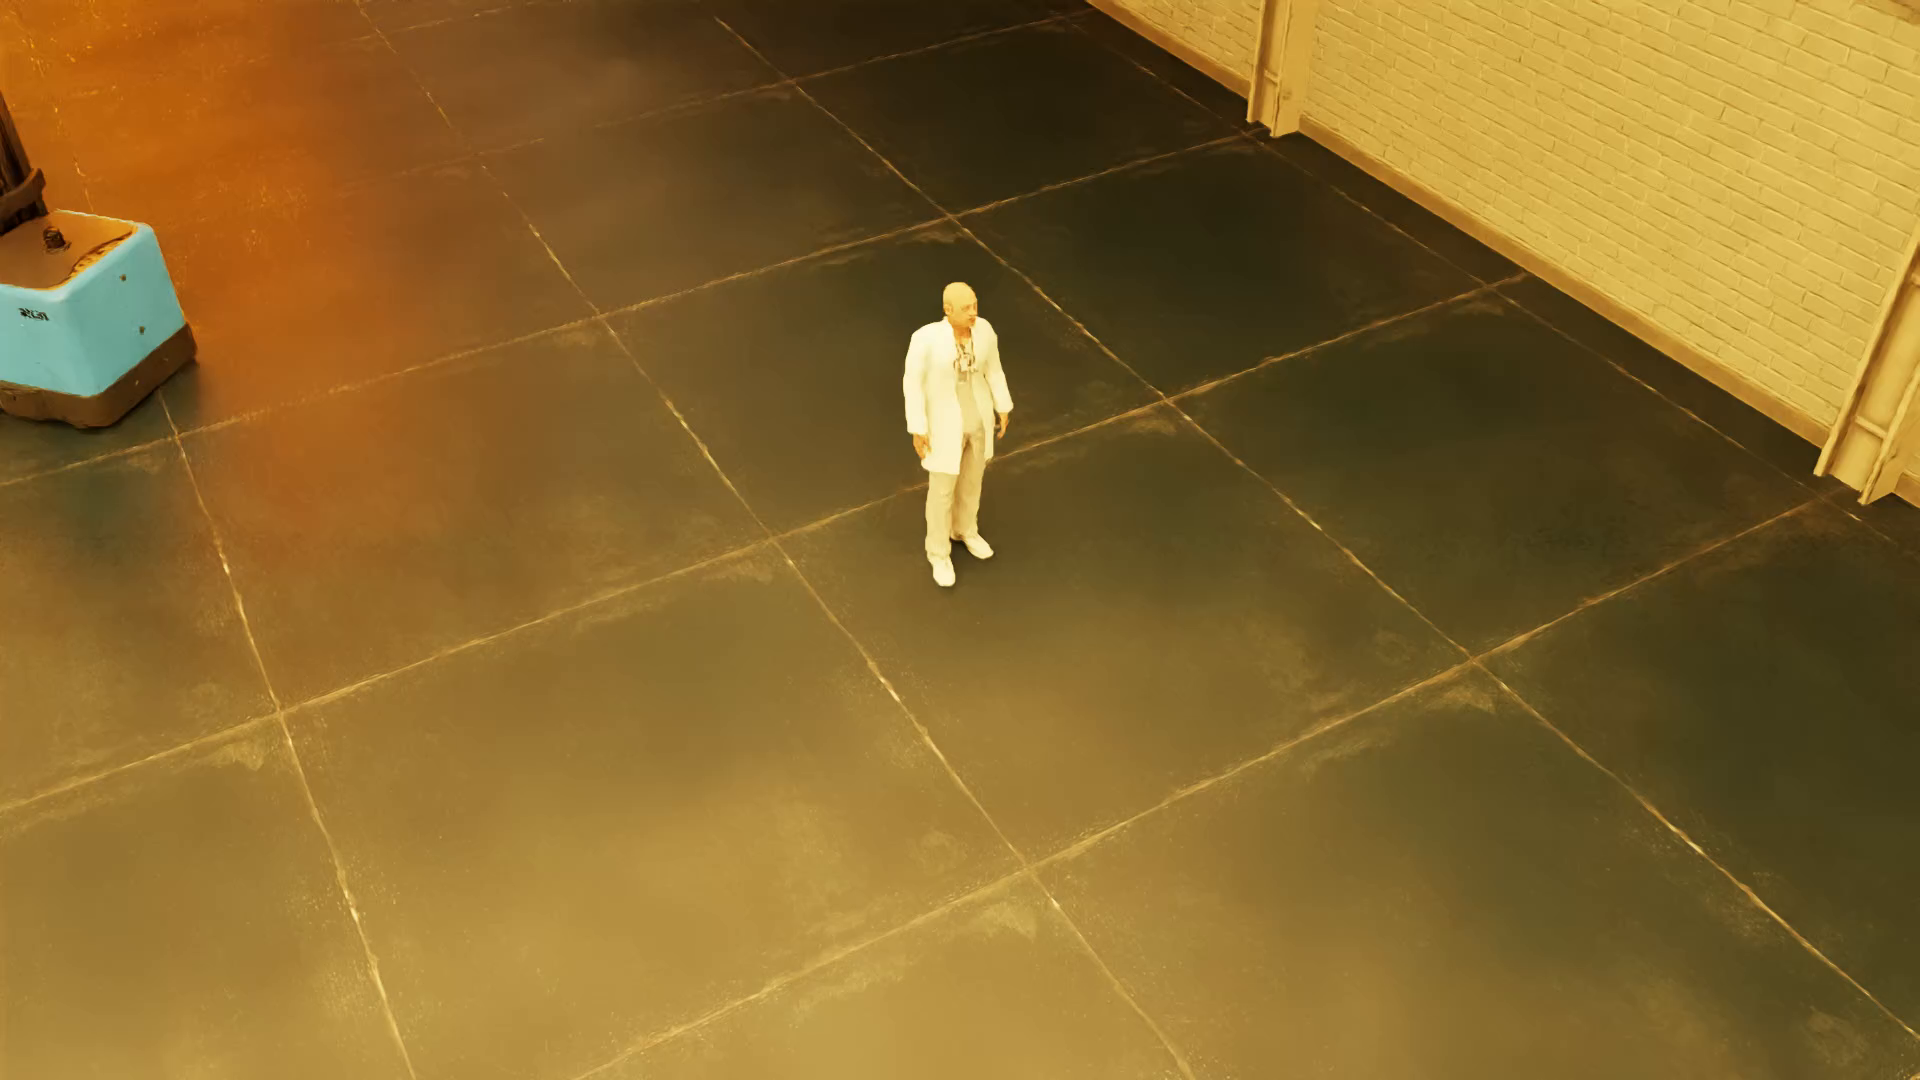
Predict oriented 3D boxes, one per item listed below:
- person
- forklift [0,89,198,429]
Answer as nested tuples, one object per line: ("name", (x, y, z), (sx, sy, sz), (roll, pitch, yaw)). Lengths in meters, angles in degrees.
("person", (0.042, -0.638, 9.698), (0.694, 1.776, 0.579), (-20, 44, -23))
("forklift", (-7.004, -2.408, 10.939), (3.031, 2.935, 1.130), (11, 41, 13))
